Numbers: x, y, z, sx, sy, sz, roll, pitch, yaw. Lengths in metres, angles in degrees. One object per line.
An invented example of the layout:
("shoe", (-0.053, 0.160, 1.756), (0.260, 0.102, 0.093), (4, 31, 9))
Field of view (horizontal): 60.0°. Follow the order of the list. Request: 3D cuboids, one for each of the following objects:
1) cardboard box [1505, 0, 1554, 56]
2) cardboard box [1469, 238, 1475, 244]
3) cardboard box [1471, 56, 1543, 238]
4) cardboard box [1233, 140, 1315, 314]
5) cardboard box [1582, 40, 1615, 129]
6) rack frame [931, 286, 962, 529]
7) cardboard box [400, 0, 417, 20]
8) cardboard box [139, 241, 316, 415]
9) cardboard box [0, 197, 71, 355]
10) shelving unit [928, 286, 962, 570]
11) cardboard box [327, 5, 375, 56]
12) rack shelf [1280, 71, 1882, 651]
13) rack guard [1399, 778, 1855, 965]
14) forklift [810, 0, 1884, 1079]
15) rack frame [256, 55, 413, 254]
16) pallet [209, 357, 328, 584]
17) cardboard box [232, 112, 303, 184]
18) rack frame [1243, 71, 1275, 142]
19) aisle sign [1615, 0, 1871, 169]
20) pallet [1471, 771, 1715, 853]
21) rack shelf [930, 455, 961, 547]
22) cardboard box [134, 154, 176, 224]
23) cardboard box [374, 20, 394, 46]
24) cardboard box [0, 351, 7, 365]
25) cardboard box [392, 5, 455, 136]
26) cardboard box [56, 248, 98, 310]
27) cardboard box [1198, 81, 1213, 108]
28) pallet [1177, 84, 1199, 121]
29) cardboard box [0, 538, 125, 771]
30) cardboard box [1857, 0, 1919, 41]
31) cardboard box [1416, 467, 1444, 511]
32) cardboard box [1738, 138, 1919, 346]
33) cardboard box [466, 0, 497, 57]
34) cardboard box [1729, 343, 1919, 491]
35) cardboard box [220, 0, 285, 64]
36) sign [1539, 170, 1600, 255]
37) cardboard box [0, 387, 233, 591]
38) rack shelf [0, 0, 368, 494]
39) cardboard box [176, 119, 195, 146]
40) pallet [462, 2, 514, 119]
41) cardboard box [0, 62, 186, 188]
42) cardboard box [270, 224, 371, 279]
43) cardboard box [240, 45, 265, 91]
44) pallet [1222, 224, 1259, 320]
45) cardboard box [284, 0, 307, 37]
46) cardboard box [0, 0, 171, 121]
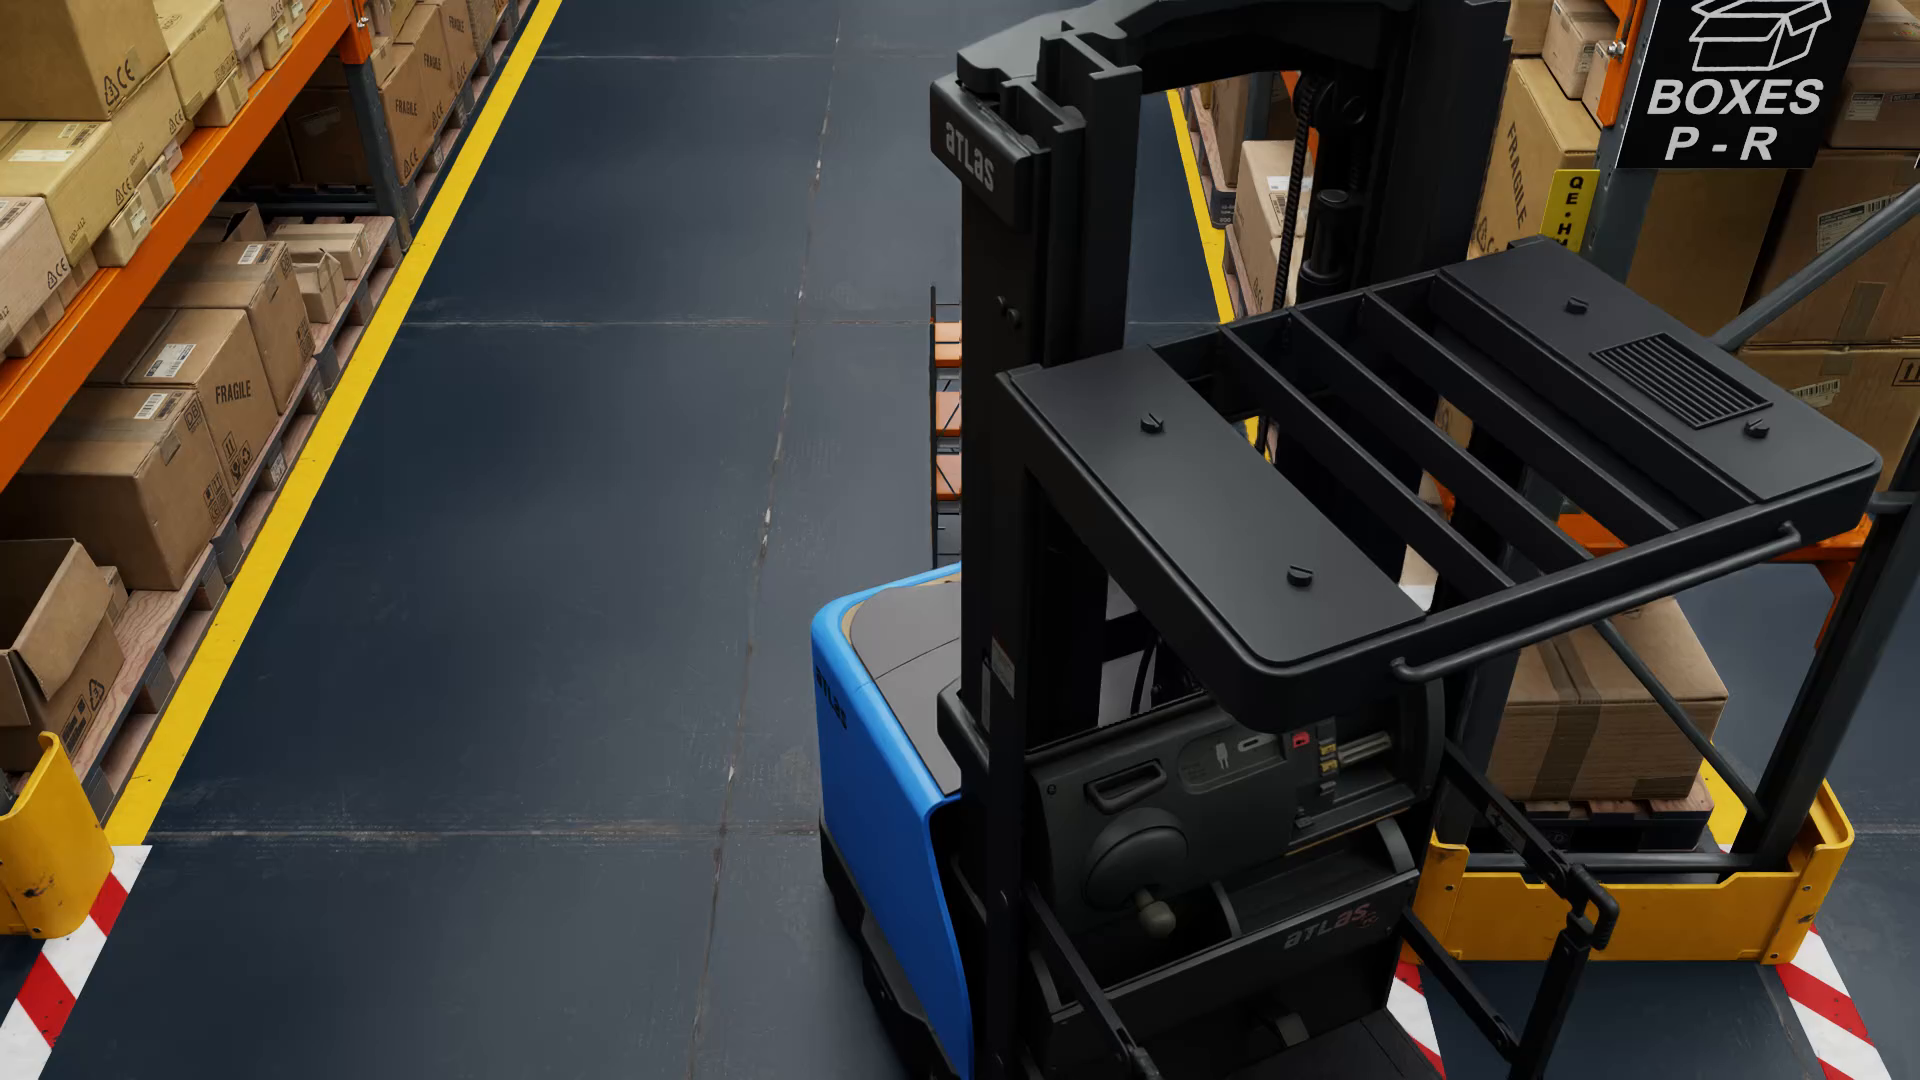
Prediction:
("cardboard box", (1.510, -1.309, 4.087), (0.380, 0.149, 0.250), (0, 39, 0))
("cardboard box", (1.568, -0.737, 4.691), (0.500, 0.500, 0.500), (-1, 39, -1))
("cardboard box", (1.551, -1.140, 4.394), (0.500, 0.500, 0.500), (0, 39, 0))
("cardboard box", (1.708, -1.355, 7.256), (0.875, 0.438, 0.875), (-1, 39, -1))
("cardboard box", (1.619, -0.989, 3.688), (0.380, 0.149, 0.250), (0, 39, 1))
("rack frame", (0.000, -0.453, 5.975), (0.200, 1.050, 0.008), (0, 39, 0))
("cardboard box", (-2.987, -2.749, 8.426), (0.380, 0.149, 0.250), (-1, 39, -1))
("cardboard box", (-3.014, -0.832, 6.552), (0.700, 0.500, 0.500), (-1, 39, -2))
("cardboard box", (-2.876, -0.734, 4.649), (0.500, 0.250, 0.500), (0, 39, 0))
("shelving unit", (0.000, -0.376, 5.880), (0.215, 1.050, 0.252), (0, 39, 0))
("cardboard box", (-2.944, -2.360, 7.703), (0.380, 0.149, 0.250), (-1, 39, -1))
("rack shelf", (1.817, -1.053, 5.740), (1.077, 0.370, 4.000), (0, 39, 0))
("rack guard", (1.819, 0.908, 4.717), (1.175, 0.500, 0.348), (0, 39, 0))
("forklift", (0.674, 0.572, 3.192), (1.130, 2.935, 3.031), (-16, 41, -19))
("rack frame", (-3.149, -2.578, 7.069), (1.000, 3.000, 0.127), (0, 39, 0))
("pallet", (-3.145, -0.296, 6.450), (1.003, 0.211, 1.213), (0, 39, 0))
("cardboard box", (-3.445, -2.073, 8.102), (0.500, 0.500, 0.500), (0, 39, 0))
("rack frame", (1.815, -2.584, 7.076), (1.000, 3.000, 0.127), (0, 39, 0))
("aisle sign", (1.509, -1.052, 3.085), (0.394, 0.787, 0.004), (0, 39, 0))
("pallet", (1.740, 0.506, 5.450), (1.003, 0.211, 1.213), (0, 39, 0))
("rack shelf", (0.000, -0.151, 6.060), (0.215, 0.259, 0.240), (0, 39, 0))
("cardboard box", (-2.843, -1.155, 5.493), (0.380, 0.149, 0.250), (1, 39, 1))
("cardboard box", (-2.961, -2.417, 8.012), (0.380, 0.149, 0.250), (-1, 39, -1))
("cardboard box", (-2.952, -0.508, 4.686), (0.380, 0.149, 0.250), (-1, 39, -1))
("cardboard box", (-2.935, -2.402, 8.512), (0.500, 0.500, 0.500), (-1, 39, -1))
("cardboard box", (-2.897, -0.832, 5.090), (0.380, 0.149, 0.250), (1, 39, 1))
("cardboard box", (1.725, -2.871, 8.798), (0.875, 0.875, 0.875), (1, 39, 1))
("pallet", (1.734, -2.743, 9.504), (1.003, 0.211, 1.213), (0, 39, 0))
("cardboard box", (-3.050, 0.351, 5.074), (0.797, 0.503, 0.637), (-1, 39, -2))
("cardboard box", (2.024, -1.151, 3.889), (0.380, 0.149, 0.250), (1, 39, 1))
("cardboard box", (1.709, -0.232, 5.854), (0.875, 0.438, 0.875), (1, 39, 1))
("cardboard box", (2.103, -0.812, 3.985), (0.500, 0.500, 0.500), (-1, 39, -1))
("cardboard box", (-2.926, -3.039, 9.306), (0.500, 0.500, 0.500), (-1, 39, -2))
("cardboard box", (2.106, -0.422, 4.298), (0.500, 0.500, 0.500), (0, 39, 0))
("cardboard box", (-2.889, -2.004, 6.234), (0.500, 0.250, 0.500), (0, 39, 0))
("sign", (1.277, -0.635, 3.529), (0.100, 0.325, 0.005), (0, 39, 0))
("cardboard box", (-3.012, -0.182, 5.742), (0.700, 0.500, 0.500), (1, 39, 2))
("rack shelf", (-3.147, -1.047, 5.733), (1.077, 0.370, 4.000), (0, 39, 0))
("cardboard box", (-2.960, -1.470, 5.887), (0.380, 0.149, 0.250), (0, 39, 1))
("pallet", (-3.192, -2.763, 9.530), (1.003, 0.211, 1.213), (0, 39, 0))
("cardboard box", (-2.902, -1.370, 5.443), (0.500, 0.250, 0.500), (-1, 39, -1))
("cardboard box", (-2.855, -1.281, 7.394), (0.380, 0.149, 0.250), (-1, 39, -1))
("cardboard box", (-2.876, -1.792, 6.288), (0.380, 0.149, 0.250), (1, 39, 1))
("pallet", (1.737, -1.020, 7.354), (1.003, 0.211, 1.213), (0, 39, 0))
("cardboard box", (-2.874, -2.118, 6.695), (0.380, 0.149, 0.250), (1, 39, 1))
("cardboard box", (-2.878, -1.649, 5.191), (0.500, 0.500, 0.500), (1, 39, 1))
